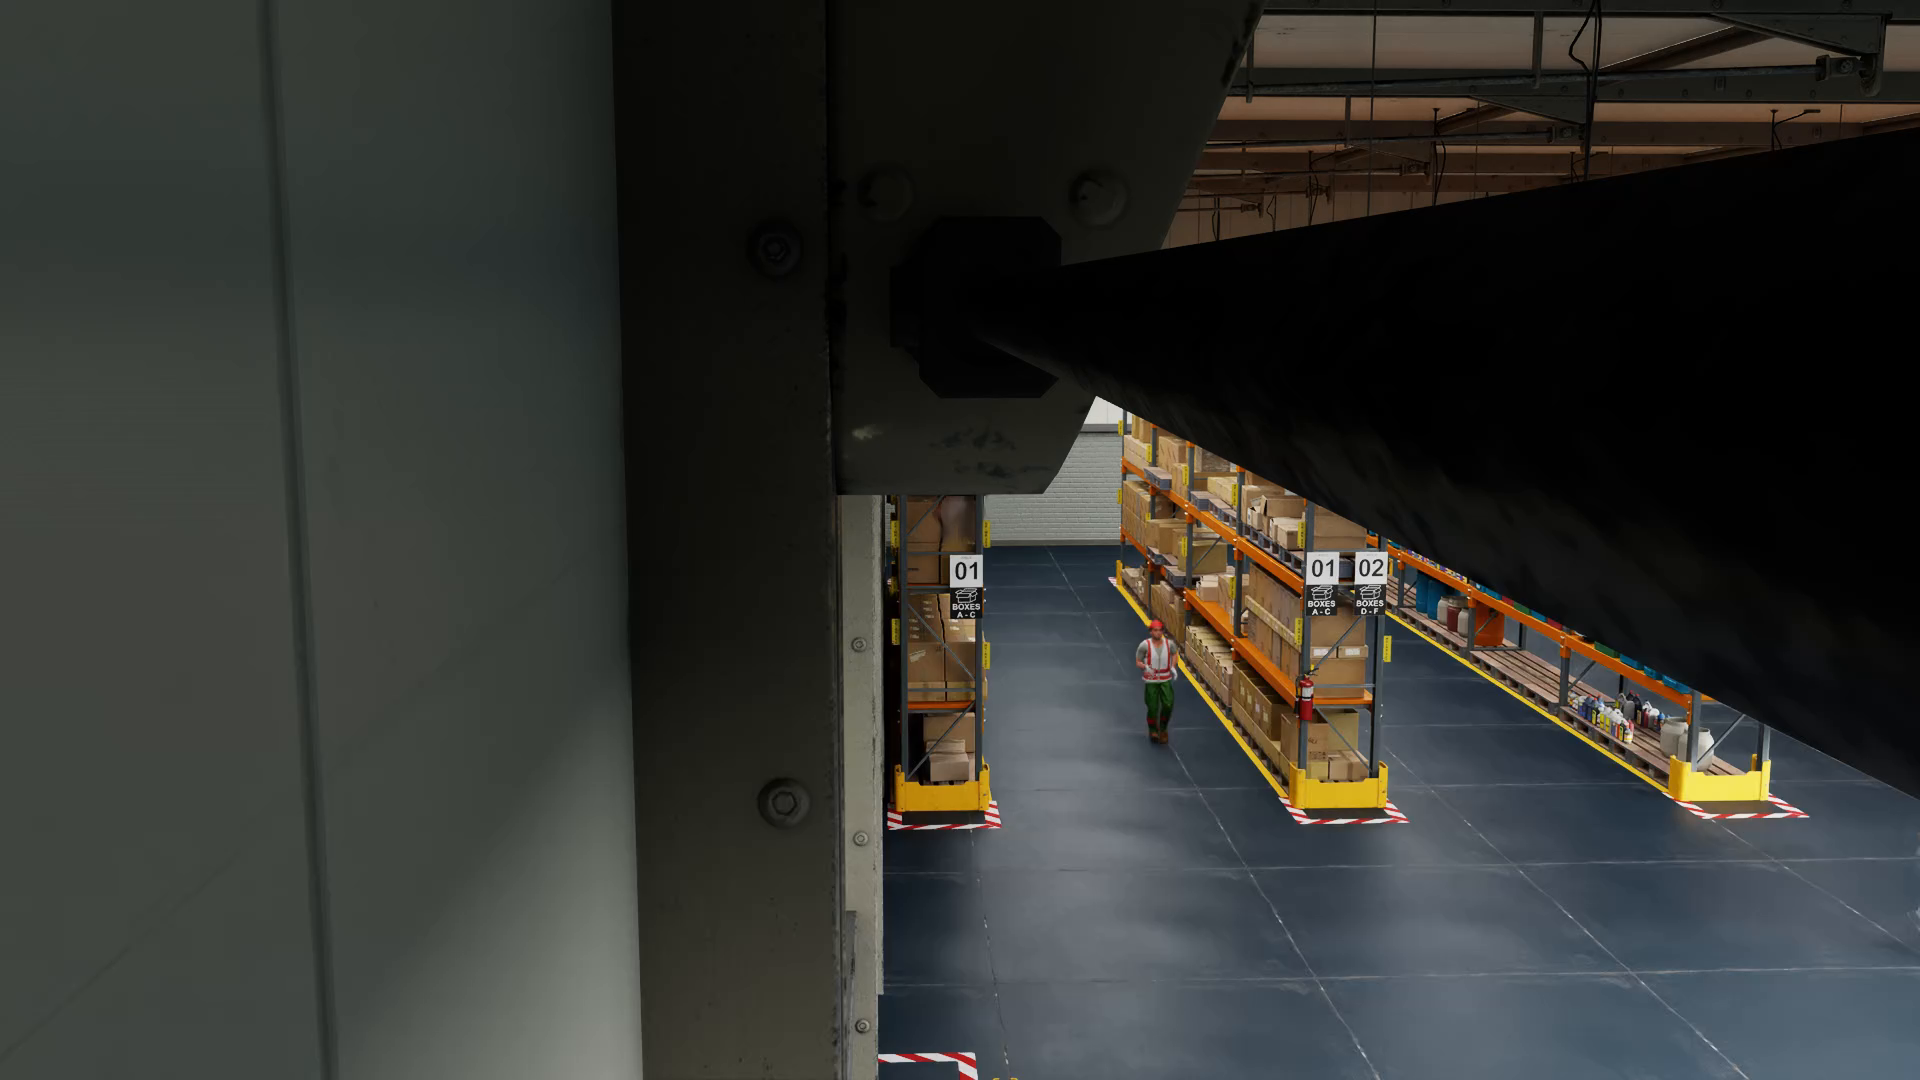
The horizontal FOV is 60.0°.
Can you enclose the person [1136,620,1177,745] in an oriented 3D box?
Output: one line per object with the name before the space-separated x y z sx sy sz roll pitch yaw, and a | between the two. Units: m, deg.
person | 2.791 2.010 23.440 0.628 1.784 0.692 0 8 -3
